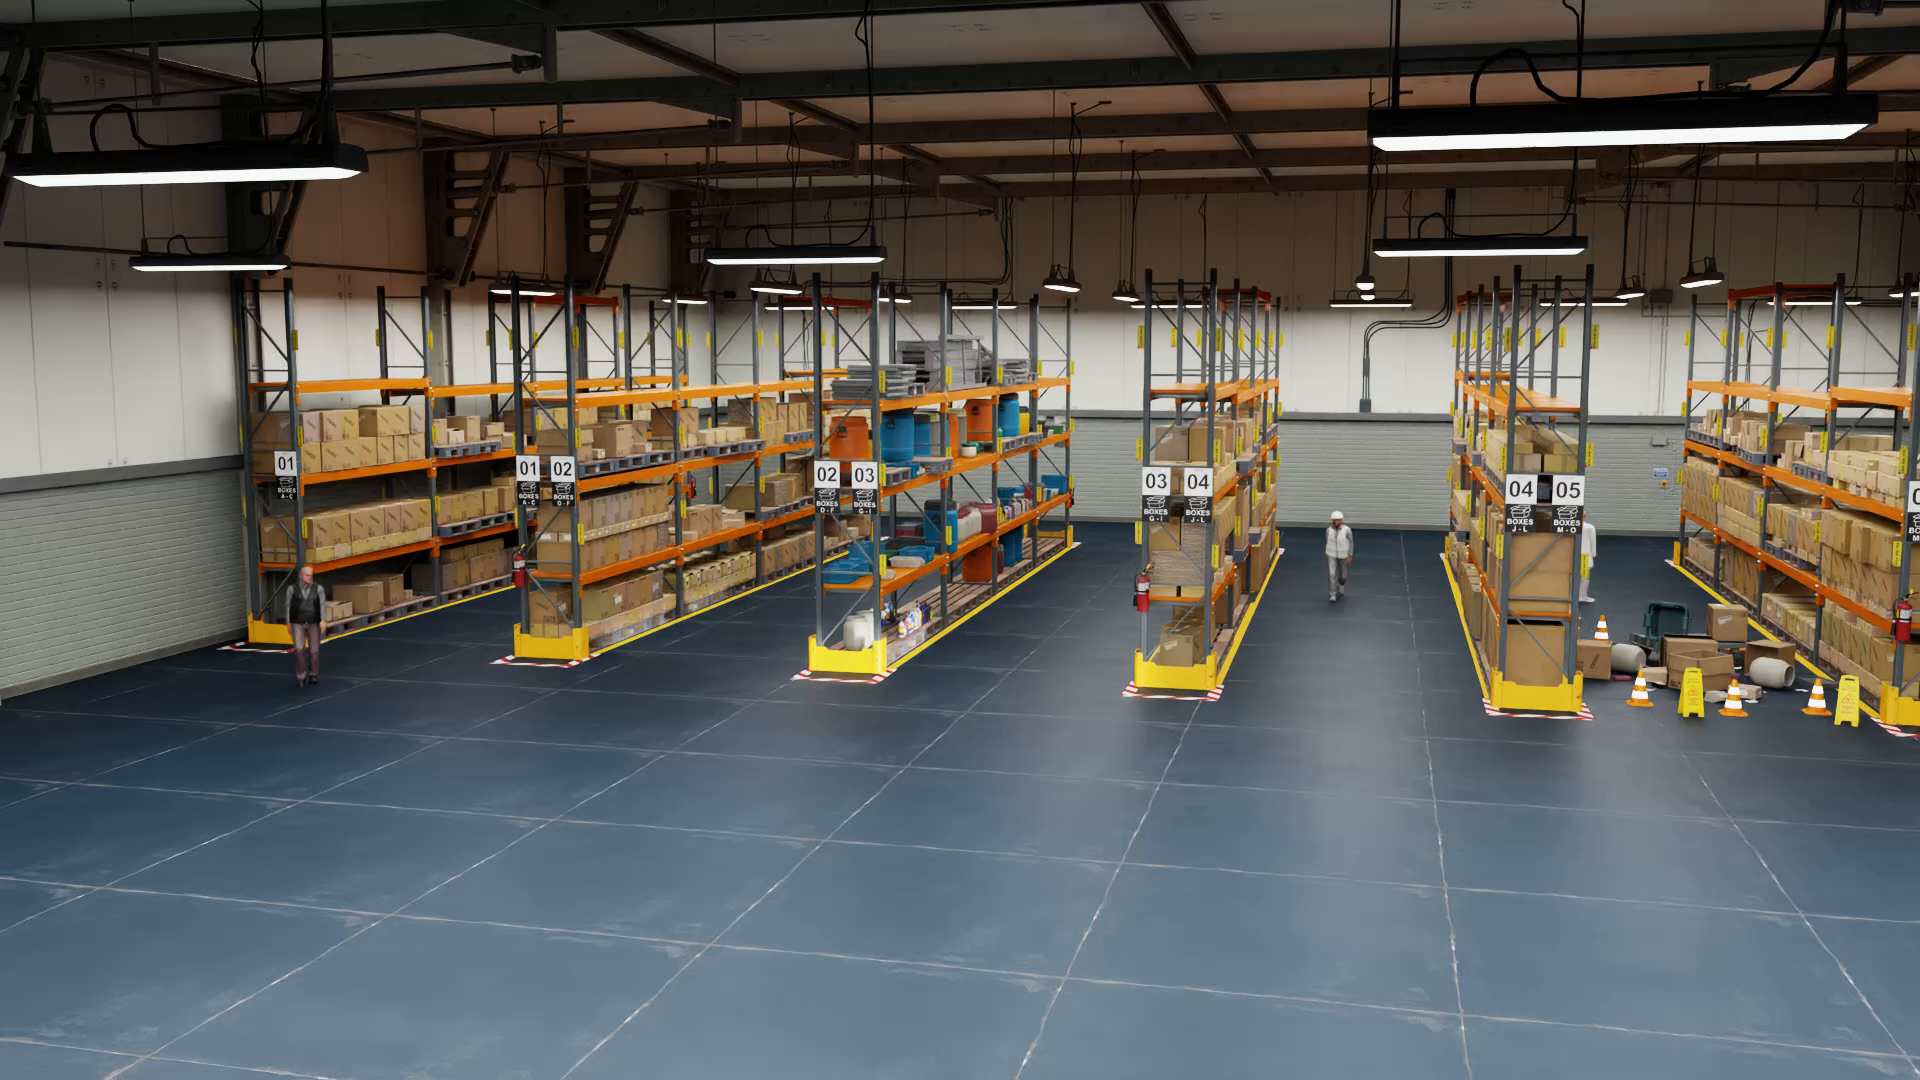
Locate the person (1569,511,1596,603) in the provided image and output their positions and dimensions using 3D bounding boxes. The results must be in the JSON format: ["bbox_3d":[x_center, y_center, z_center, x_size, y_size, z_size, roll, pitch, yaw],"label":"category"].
[{"bbox_3d":[11.925,0.301,31.993,0.625,1.776,0.840,3,8,26],"label":"person"}]

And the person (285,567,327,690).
[{"bbox_3d":[-9.490,1.280,24.185,0.565,1.772,0.599,-4,8,-27],"label":"person"}]

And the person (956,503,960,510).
[{"bbox_3d":[-0.309,-0.293,36.958,0.578,1.733,0.980,3,8,25],"label":"person"}]

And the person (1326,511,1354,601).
[{"bbox_3d":[7.337,0.287,32.157,0.528,1.732,0.948,1,7,11],"label":"person"}]
